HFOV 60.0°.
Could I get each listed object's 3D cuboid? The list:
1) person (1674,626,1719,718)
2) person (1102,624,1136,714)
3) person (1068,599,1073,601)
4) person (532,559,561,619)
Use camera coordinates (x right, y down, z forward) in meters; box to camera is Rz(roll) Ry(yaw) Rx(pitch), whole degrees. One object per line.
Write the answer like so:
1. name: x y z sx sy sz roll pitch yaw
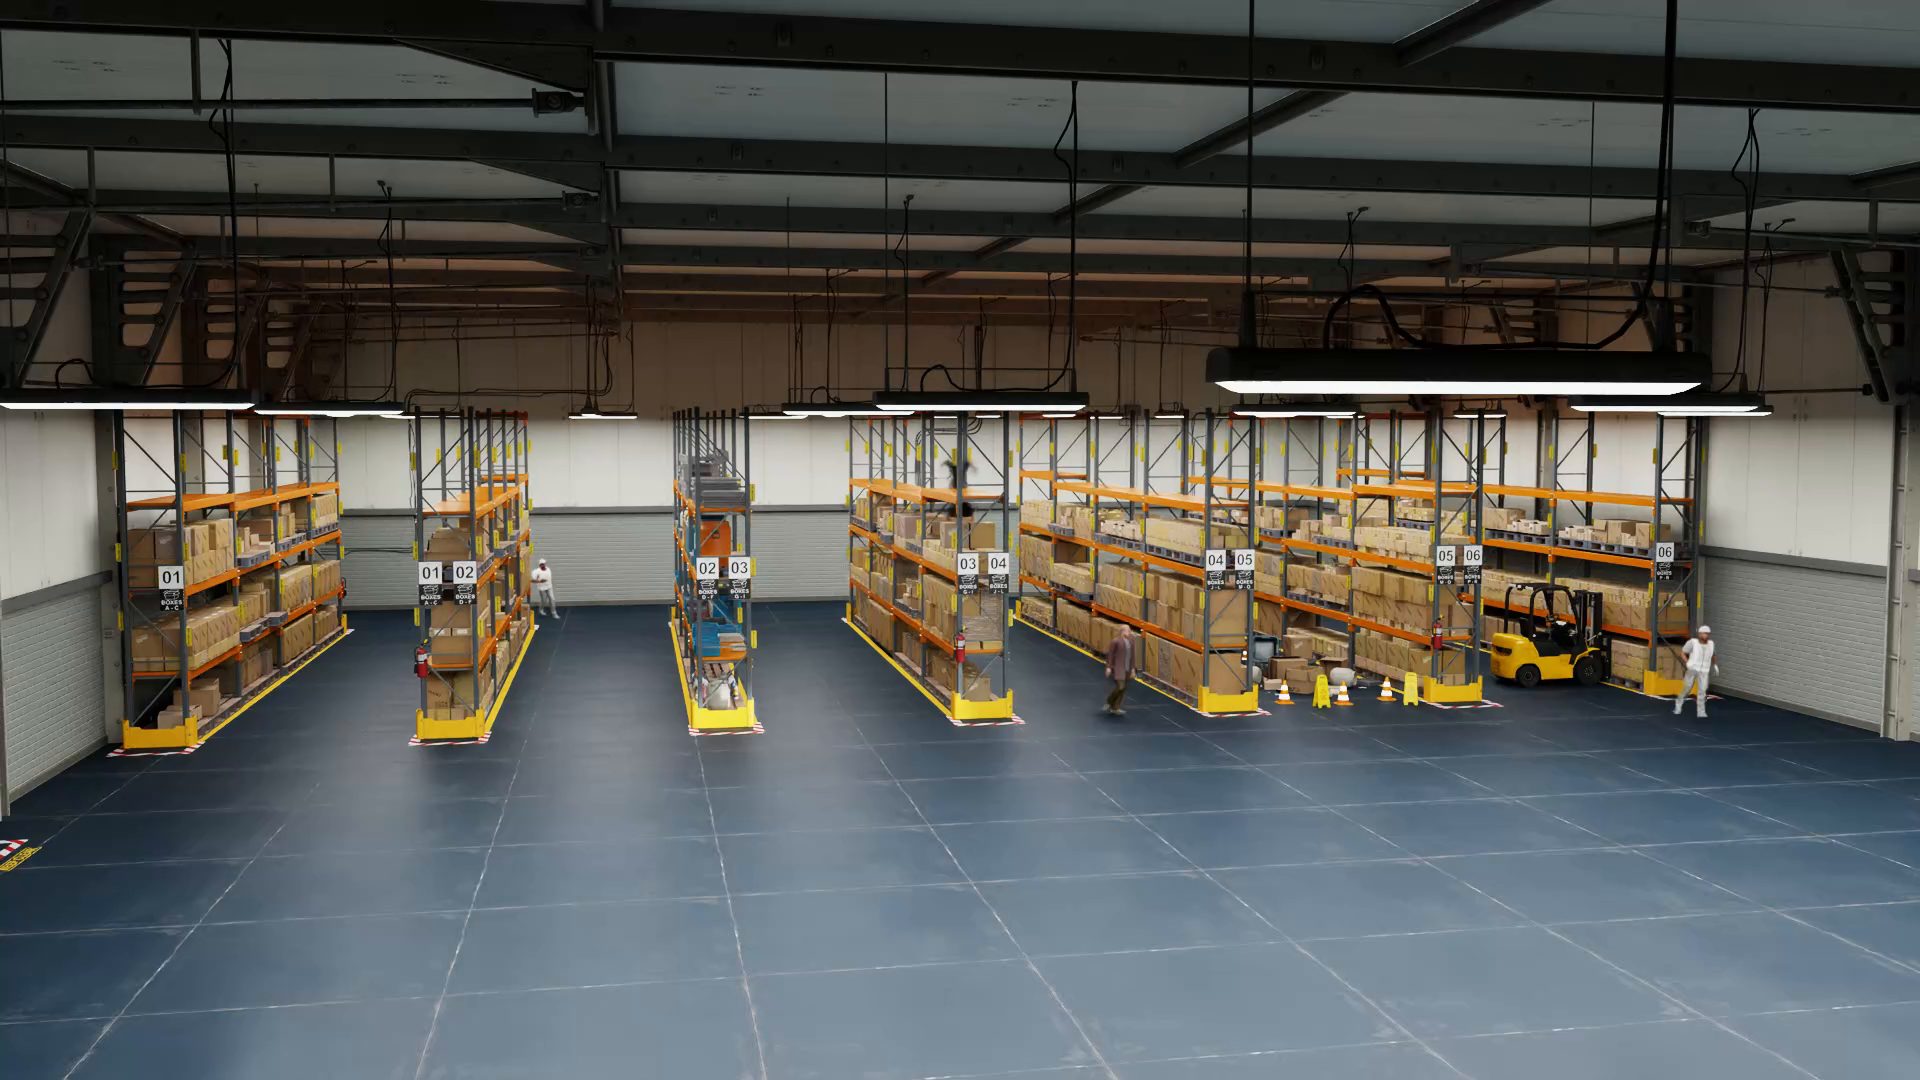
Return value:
1. person: 14.235 2.526 31.970 0.725 1.764 1.006 0 4 3
2. person: 3.125 2.525 32.401 0.692 1.758 0.543 -4 5 -42
3. person: 3.542 1.344 50.078 0.824 1.708 0.590 -1 4 -15
4. person: -12.104 1.413 48.270 0.702 1.749 0.965 -4 5 -42
